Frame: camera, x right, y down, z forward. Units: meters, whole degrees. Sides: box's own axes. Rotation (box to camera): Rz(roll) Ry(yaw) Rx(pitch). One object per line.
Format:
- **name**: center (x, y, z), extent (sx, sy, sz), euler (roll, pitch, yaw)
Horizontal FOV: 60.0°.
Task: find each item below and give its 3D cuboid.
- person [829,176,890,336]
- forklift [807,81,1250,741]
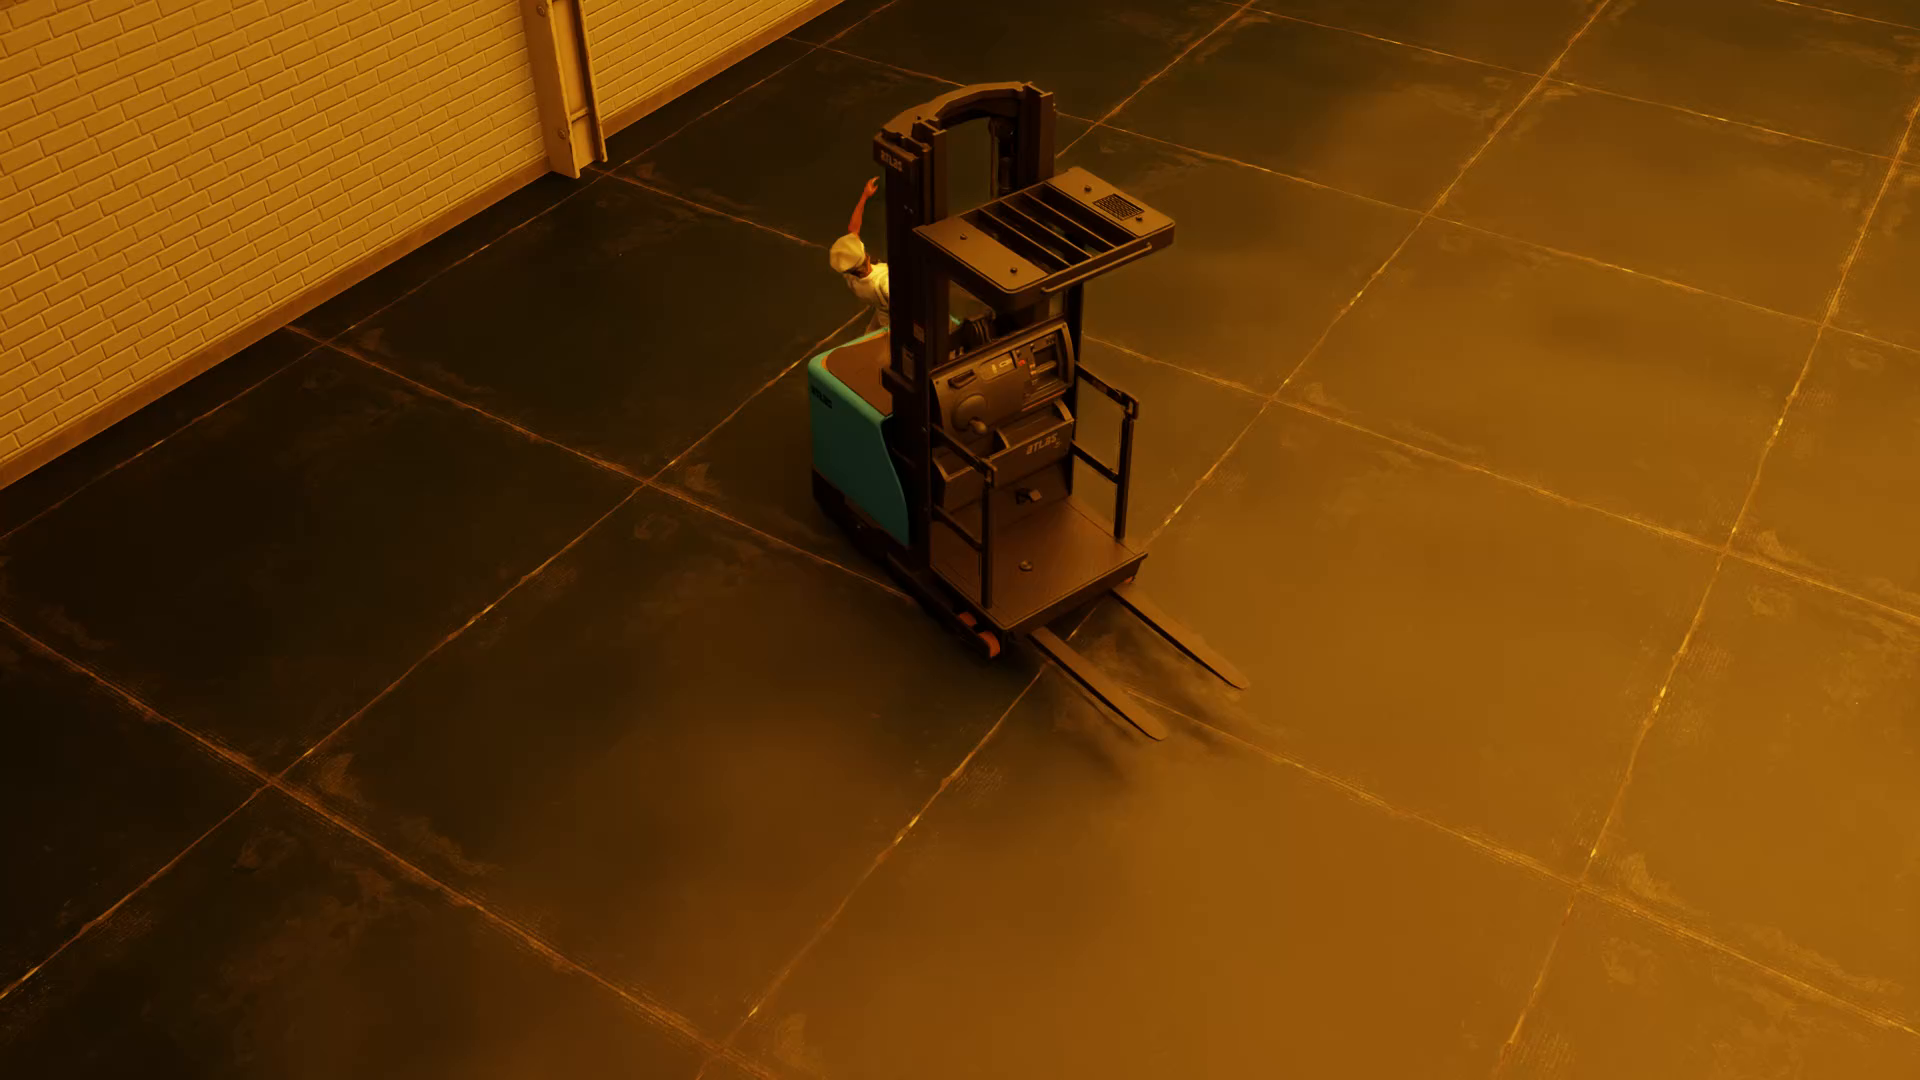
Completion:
- **person**: center (-0.361, -1.421, 10.666), extent (0.925, 1.579, 0.691), euler (21, 45, 23)
- **forklift**: center (0.375, -0.807, 8.919), extent (1.130, 2.935, 3.031), euler (-27, 47, -28)
